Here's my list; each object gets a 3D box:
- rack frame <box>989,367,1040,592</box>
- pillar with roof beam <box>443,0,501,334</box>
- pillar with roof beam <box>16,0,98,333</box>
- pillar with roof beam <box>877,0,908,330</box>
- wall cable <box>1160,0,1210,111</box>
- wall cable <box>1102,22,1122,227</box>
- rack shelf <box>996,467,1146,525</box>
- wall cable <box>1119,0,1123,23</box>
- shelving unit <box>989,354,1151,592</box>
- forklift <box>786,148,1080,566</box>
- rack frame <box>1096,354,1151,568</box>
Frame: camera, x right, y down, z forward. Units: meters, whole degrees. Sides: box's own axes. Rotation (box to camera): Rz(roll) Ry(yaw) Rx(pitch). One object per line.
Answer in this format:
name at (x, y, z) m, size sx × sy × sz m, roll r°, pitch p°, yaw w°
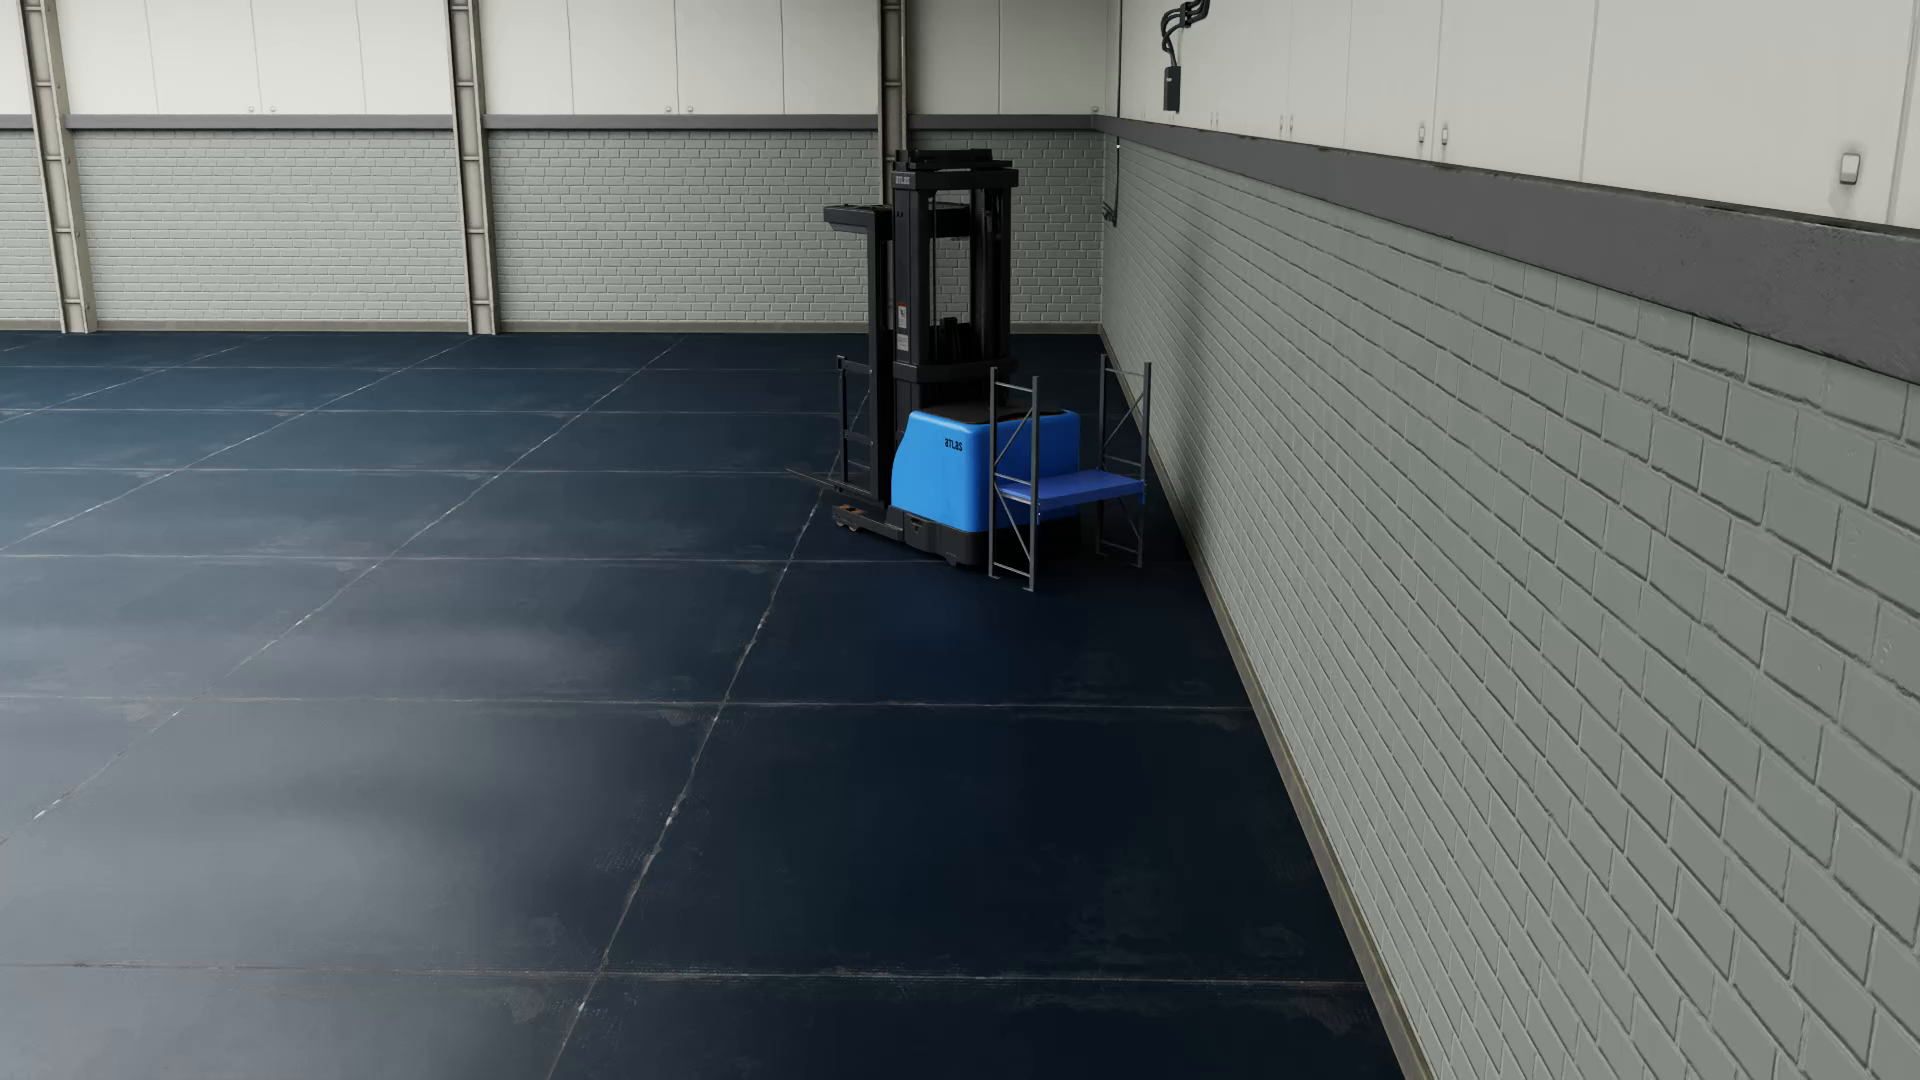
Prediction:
rack frame at (0.370, -0.417, 11.475) m, size 0.032 × 1.500 × 0.500 m, roll -11°, pitch 19°, yaw -36°
pillar with roof beam at (-7.051, -6.281, 19.006) m, size 0.400 × 9.000 × 9.100 m, roll 0°, pitch 15°, yaw 1°
pillar with roof beam at (-13.049, -6.320, 19.154) m, size 0.400 × 9.000 × 9.100 m, roll 0°, pitch 15°, yaw 1°
pillar with roof beam at (-1.053, -6.242, 18.858) m, size 0.400 × 9.000 × 9.100 m, roll 0°, pitch 15°, yaw 1°
wall cable at (1.710, -6.207, 12.058) m, size 0.169 × 6.003 × 2.305 m, roll 0°, pitch 15°, yaw 1°
wall cable at (1.968, -5.482, 22.064) m, size 0.112 × 2.526 × 3.097 m, roll 0°, pitch 15°, yaw 1°
rack shelf at (0.775, -0.322, 11.818) m, size 1.000 × 0.185 × 0.538 m, roll -11°, pitch 19°, yaw -36°
wall cable at (1.899, -7.234, 18.805) m, size 0.112 × 2.526 × 3.097 m, roll 0°, pitch 15°, yaw 1°
shelving unit at (0.775, -0.495, 11.771) m, size 1.048 × 1.500 × 0.538 m, roll -11°, pitch 19°, yaw -36°
forklift at (-0.360, -1.549, 12.965) m, size 1.130 × 2.935 × 3.031 m, roll -10°, pitch 18°, yaw -34°
rack frame at (1.181, -0.574, 12.067) m, size 0.032 × 1.500 × 0.500 m, roll -11°, pitch 19°, yaw -36°
